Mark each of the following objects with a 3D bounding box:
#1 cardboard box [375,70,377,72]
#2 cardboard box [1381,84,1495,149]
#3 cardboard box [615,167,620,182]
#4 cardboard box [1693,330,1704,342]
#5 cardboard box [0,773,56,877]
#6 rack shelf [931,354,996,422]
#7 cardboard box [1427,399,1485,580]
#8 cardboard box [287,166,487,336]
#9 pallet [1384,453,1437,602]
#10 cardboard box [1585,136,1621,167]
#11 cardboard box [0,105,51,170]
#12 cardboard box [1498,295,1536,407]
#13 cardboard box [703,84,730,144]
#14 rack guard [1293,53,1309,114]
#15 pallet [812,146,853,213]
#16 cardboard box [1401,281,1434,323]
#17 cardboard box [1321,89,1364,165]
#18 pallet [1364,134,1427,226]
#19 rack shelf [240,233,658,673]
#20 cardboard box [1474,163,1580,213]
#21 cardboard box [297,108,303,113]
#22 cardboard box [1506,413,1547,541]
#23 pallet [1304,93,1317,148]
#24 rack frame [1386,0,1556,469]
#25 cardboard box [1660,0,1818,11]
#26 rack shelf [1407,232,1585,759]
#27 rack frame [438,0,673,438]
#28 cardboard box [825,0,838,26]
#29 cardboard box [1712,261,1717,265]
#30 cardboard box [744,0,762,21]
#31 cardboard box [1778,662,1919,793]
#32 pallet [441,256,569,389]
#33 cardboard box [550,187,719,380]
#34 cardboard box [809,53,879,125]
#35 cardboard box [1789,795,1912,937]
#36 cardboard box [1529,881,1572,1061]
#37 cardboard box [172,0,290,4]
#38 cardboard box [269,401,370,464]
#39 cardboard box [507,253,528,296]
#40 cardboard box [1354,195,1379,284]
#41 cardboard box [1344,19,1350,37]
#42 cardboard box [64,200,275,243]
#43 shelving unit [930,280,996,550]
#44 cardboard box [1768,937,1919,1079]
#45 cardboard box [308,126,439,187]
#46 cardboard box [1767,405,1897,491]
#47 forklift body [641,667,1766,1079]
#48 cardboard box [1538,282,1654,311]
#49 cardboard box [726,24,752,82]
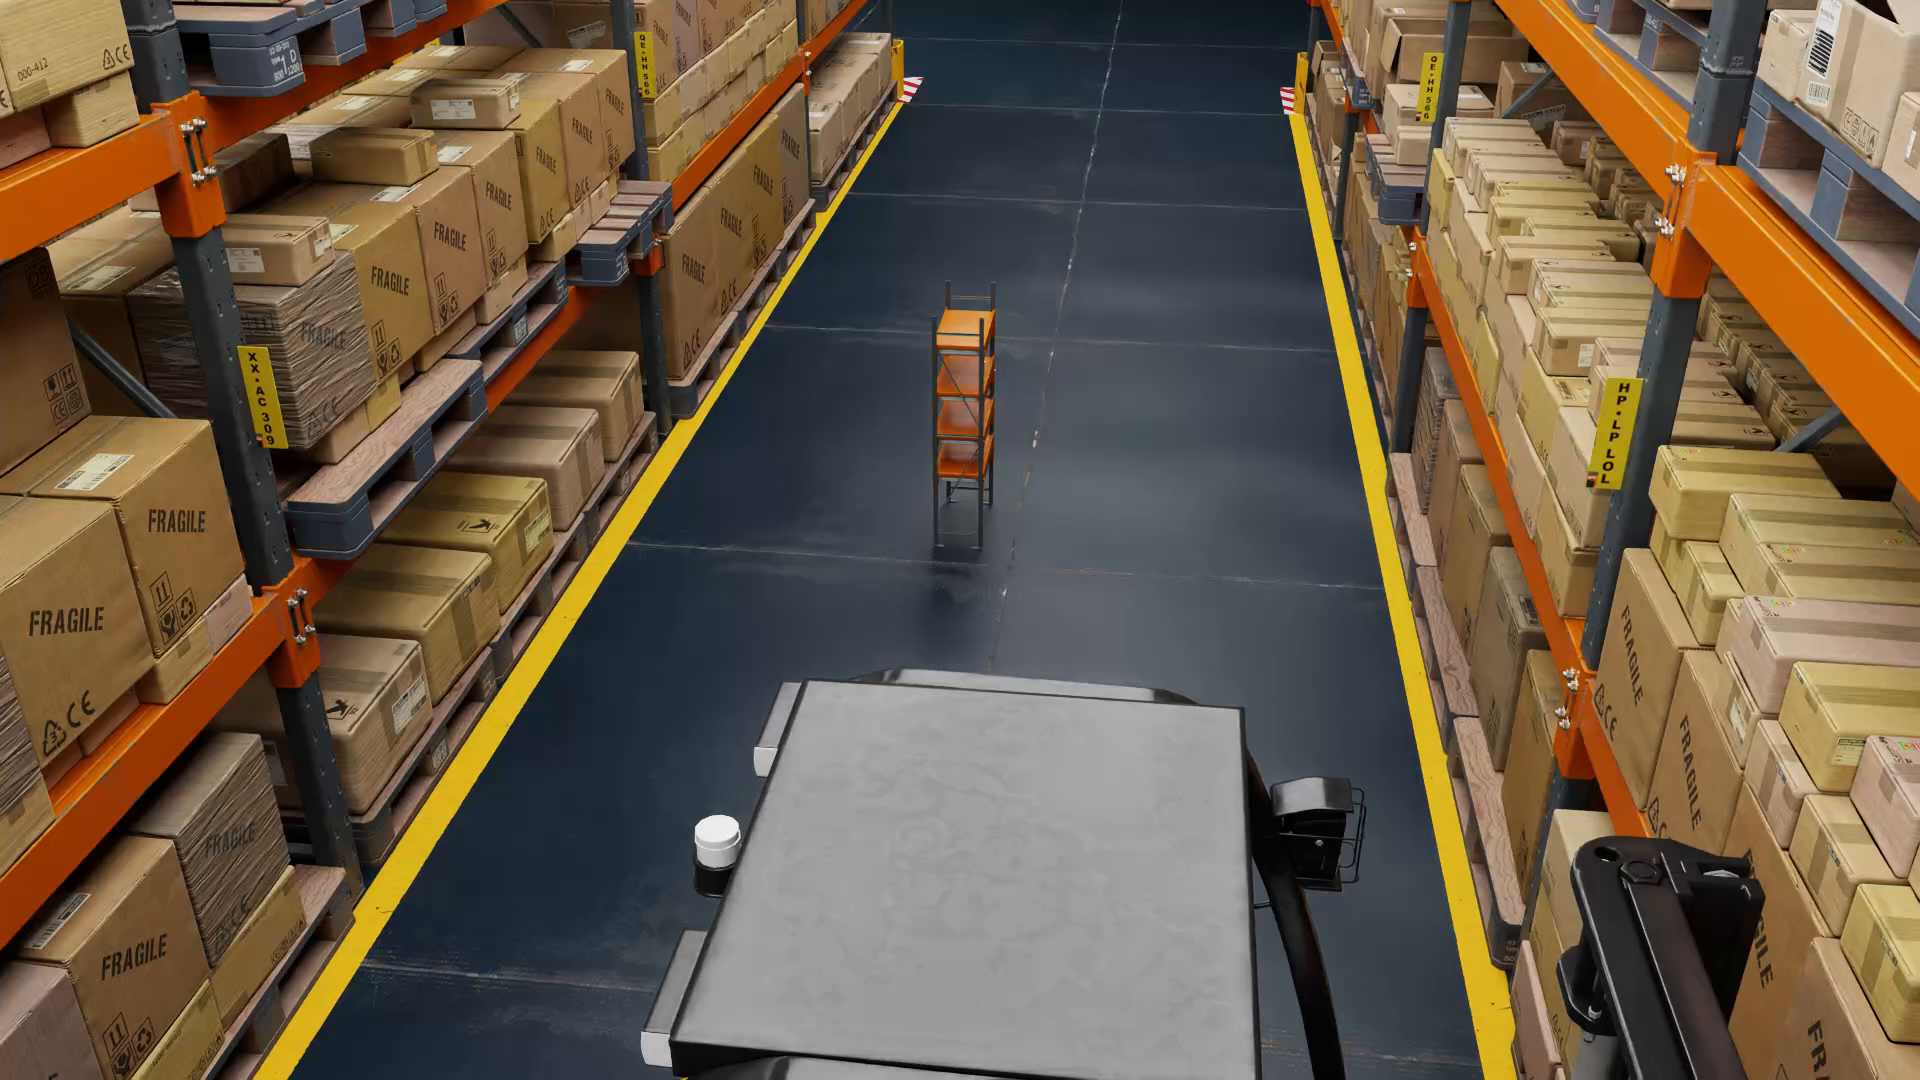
[{"bbox_3d":[-5.934,-4.629,16.242,0.380,0.149,0.250,4,29,7],"label":"cardboard box"},{"bbox_3d":[2.603,-2.300,9.073,0.500,0.250,0.500,2,28,4],"label":"cardboard box"},{"bbox_3d":[-1.939,-1.859,8.360,0.380,0.149,0.250,4,29,8],"label":"cardboard box"},{"bbox_3d":[2.767,-0.638,5.903,0.500,0.250,0.500,3,28,5],"label":"cardboard box"},{"bbox_3d":[-2.480,0.688,4.075,0.380,0.149,0.250,3,28,5],"label":"cardboard box"},{"bbox_3d":[0.020,-0.744,8.036,0.258,0.148,0.480,3,28,6],"label":"rack shelf"},{"bbox_3d":[2.632,-0.205,7.528,0.875,0.625,0.625,4,29,8],"label":"cardboard box"},{"bbox_3d":[-2.145,-1.102,6.270,0.500,0.500,0.500,3,28,6],"label":"cardboard box"},{"bbox_3d":[2.655,-0.053,8.126,1.003,0.211,1.213,3,28,6],"label":"pallet"},{"bbox_3d":[3.035,-1.701,7.456,0.380,0.149,0.250,4,29,8],"label":"cardboard box"},{"bbox_3d":[-2.476,-1.000,4.046,0.380,0.149,0.250,4,29,7],"label":"cardboard box"},{"bbox_3d":[2.235,-0.666,5.955,0.500,0.250,0.500,4,29,7],"label":"cardboard box"},{"bbox_3d":[-1.707,-2.592,10.057,0.500,0.250,0.500,4,29,8],"label":"cardboard box"},{"bbox_3d":[3.766,-4.296,15.696,1.175,0.500,0.348,3,28,6],"label":"rack guard"},{"bbox_3d":[-1.471,-2.962,13.525,1.003,0.211,1.213,3,28,6],"label":"pallet"},{"bbox_3d":[2.604,-1.283,8.978,0.380,0.149,0.250,2,28,4],"label":"cardboard box"},{"bbox_3d":[3.335,-3.345,13.489,0.700,0.500,0.500,2,28,4],"label":"cardboard box"},{"bbox_3d":[2.808,-1.905,8.825,1.213,0.211,1.003,3,28,6],"label":"pallet"},{"bbox_3d":[-2.377,-0.695,7.135,1.077,0.370,4.000,3,28,6],"label":"rack shelf"},{"bbox_3d":[2.406,-1.491,7.065,0.380,0.149,0.250,4,29,7],"label":"cardboard box"},{"bbox_3d":[-6.129,-3.900,14.889,0.380,0.149,0.250,4,29,8],"label":"cardboard box"},{"bbox_3d":[2.163,-0.207,5.629,0.500,0.250,0.500,3,28,6],"label":"cardboard box"},{"bbox_3d":[3.669,-3.793,15.068,1.003,0.211,1.213,3,28,6],"label":"pallet"},{"bbox_3d":[2.795,-1.666,8.180,1.000,3.000,0.127,3,28,6],"label":"rack frame"},{"bbox_3d":[2.151,-1.648,4.530,0.500,0.311,0.500,2,28,5],"label":"cardboard box"},{"bbox_3d":[2.550,-0.408,6.603,1.077,0.370,4.000,3,28,6],"label":"rack shelf"},{"bbox_3d":[-2.132,-1.953,8.712,1.000,3.000,0.127,3,28,6],"label":"rack frame"},{"bbox_3d":[-1.259,-4.322,13.005,0.500,0.500,0.500,4,29,7],"label":"cardboard box"},{"bbox_3d":[2.794,-0.981,6.119,0.380,0.149,0.250,4,29,7],"label":"cardboard box"},{"bbox_3d":[-1.585,-3.614,10.635,0.500,0.500,0.500,4,29,8],"label":"cardboard box"},{"bbox_3d":[1.868,0.377,3.285,0.380,0.149,0.250,3,28,5],"label":"cardboard box"},{"bbox_3d":[-2.334,-0.934,7.024,1.003,0.211,1.213,3,28,6],"label":"pallet"},{"bbox_3d":[-1.965,-1.523,9.711,0.875,0.875,0.875,3,28,6],"label":"cardboard box"},{"bbox_3d":[-1.237,-4.028,14.822,0.875,0.438,0.875,4,29,8],"label":"cardboard box"},{"bbox_3d":[1.819,0.623,3.142,0.380,0.149,0.250,2,28,5],"label":"cardboard box"},{"bbox_3d":[1.939,1.232,4.730,0.500,0.250,0.500,3,28,6],"label":"cardboard box"},{"bbox_3d":[-2.153,-1.761,4.909,0.500,0.250,0.500,3,28,5],"label":"cardboard box"},{"bbox_3d":[-2.241,-0.386,5.626,0.380,0.149,0.250,4,29,7],"label":"cardboard box"},{"bbox_3d":[-2.050,-1.125,6.998,0.380,0.149,0.250,2,28,5],"label":"cardboard box"},{"bbox_3d":[2.881,-1.933,10.868,0.500,0.500,0.500,3,28,5],"label":"cardboard box"},{"bbox_3d":[3.091,-3.851,12.500,0.380,0.149,0.250,4,29,8],"label":"cardboard box"},{"bbox_3d":[-2.734,-0.894,5.885,0.500,0.500,0.500,4,29,6],"label":"cardboard box"},{"bbox_3d":[0.020,-0.606,8.110,0.258,1.200,0.503,3,28,6],"label":"shelving unit"},{"bbox_3d":[1.800,1.086,2.965,0.500,0.500,0.500,4,29,7],"label":"cardboard box"},{"bbox_3d":[-2.183,-1.434,6.203,0.380,0.149,0.250,5,29,9],"label":"cardboard box"},{"bbox_3d":[2.561,-0.266,4.792,0.380,0.149,0.250,3,28,5],"label":"cardboard box"},{"bbox_3d":[0.236,1.475,3.245,2.313,2.155,1.214,3,28,6],"label":"forklift body"},{"bbox_3d":[2.217,-0.772,5.732,0.380,0.149,0.250,3,28,5],"label":"cardboard box"},{"bbox_3d":[-1.612,-3.046,10.373,0.500,0.250,0.500,4,29,7],"label":"cardboard box"}]
